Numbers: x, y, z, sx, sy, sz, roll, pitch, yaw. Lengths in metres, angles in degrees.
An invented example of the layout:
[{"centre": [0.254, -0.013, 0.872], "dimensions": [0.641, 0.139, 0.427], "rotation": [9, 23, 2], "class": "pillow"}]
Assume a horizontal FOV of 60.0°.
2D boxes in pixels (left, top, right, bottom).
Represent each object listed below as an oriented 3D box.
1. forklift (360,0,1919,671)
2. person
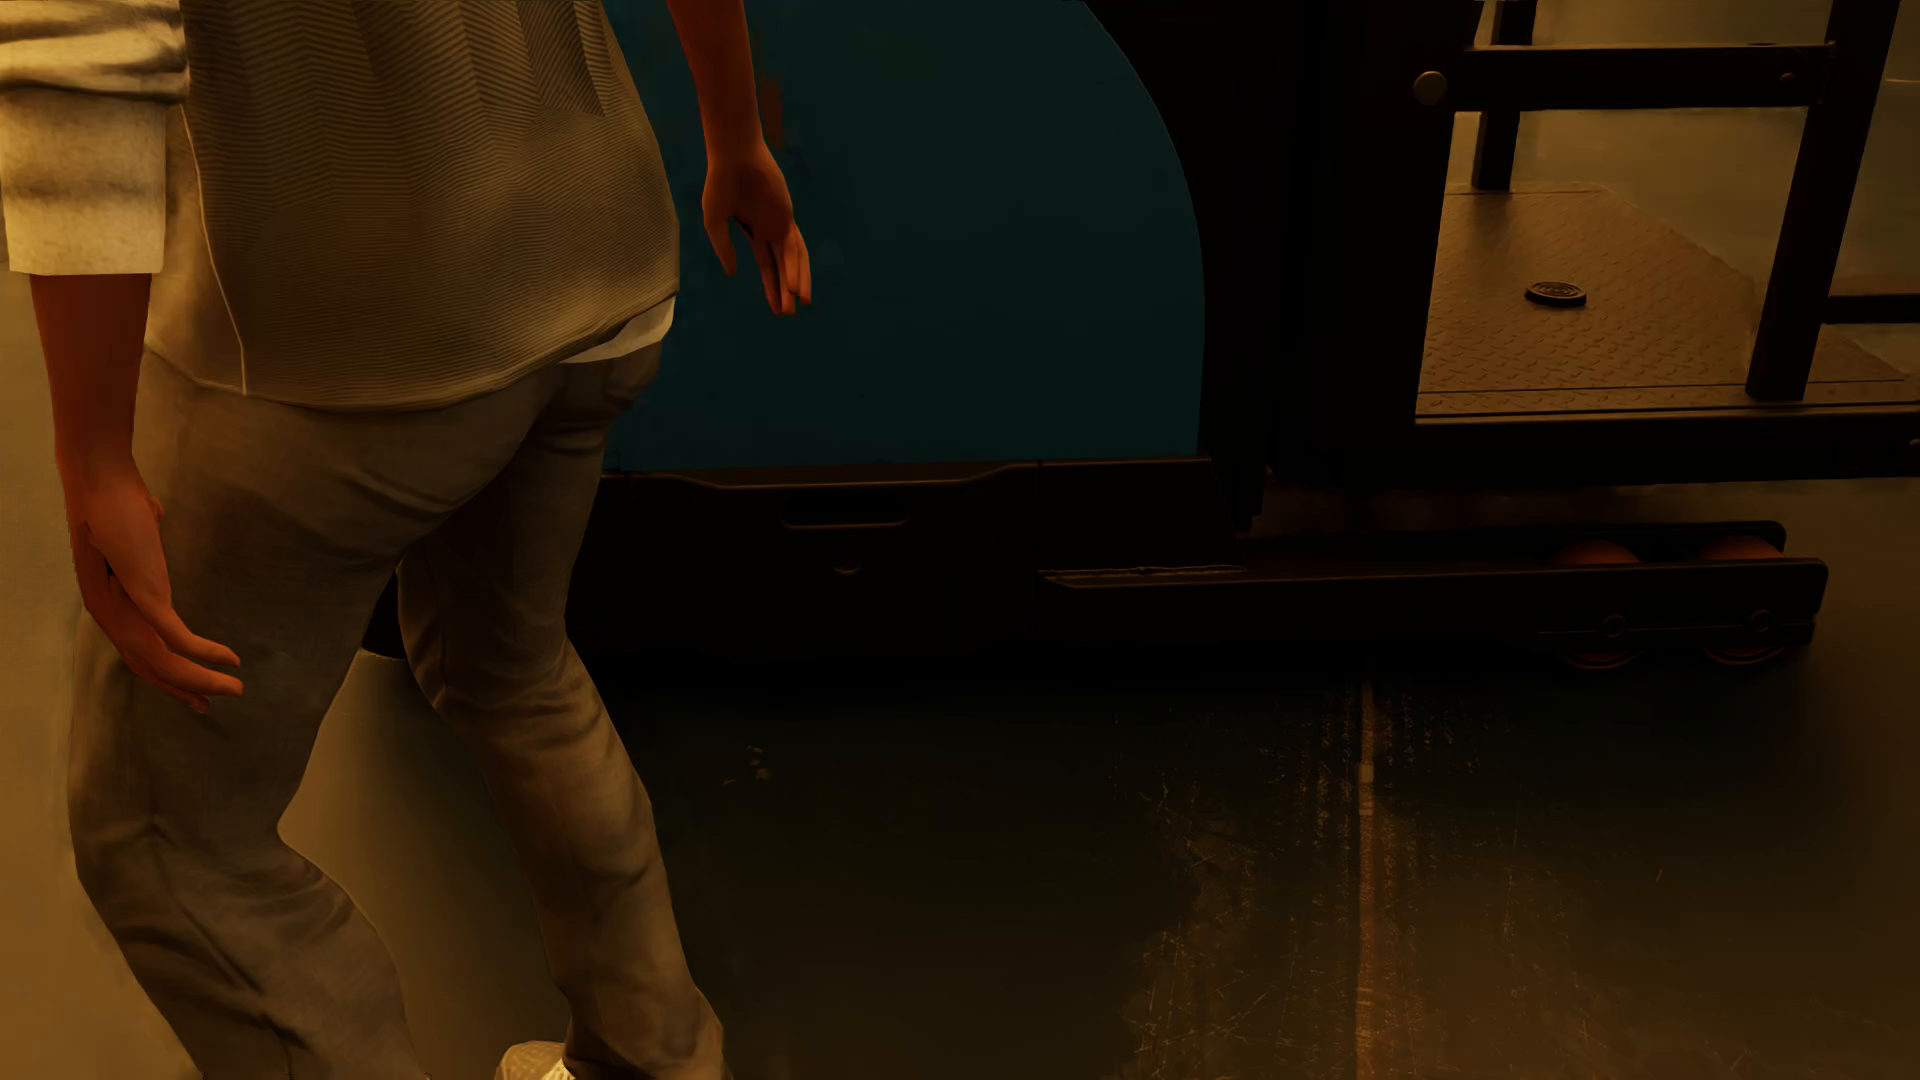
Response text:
[{"centre": [0.703, -1.376, 1.974], "dimensions": [3.031, 2.935, 1.130], "rotation": [-2, 27, -4], "class": "forklift"}, {"centre": [-0.371, -0.135, 1.069], "dimensions": [0.350, 1.562, 0.721], "rotation": [13, 29, 24], "class": "person"}]
